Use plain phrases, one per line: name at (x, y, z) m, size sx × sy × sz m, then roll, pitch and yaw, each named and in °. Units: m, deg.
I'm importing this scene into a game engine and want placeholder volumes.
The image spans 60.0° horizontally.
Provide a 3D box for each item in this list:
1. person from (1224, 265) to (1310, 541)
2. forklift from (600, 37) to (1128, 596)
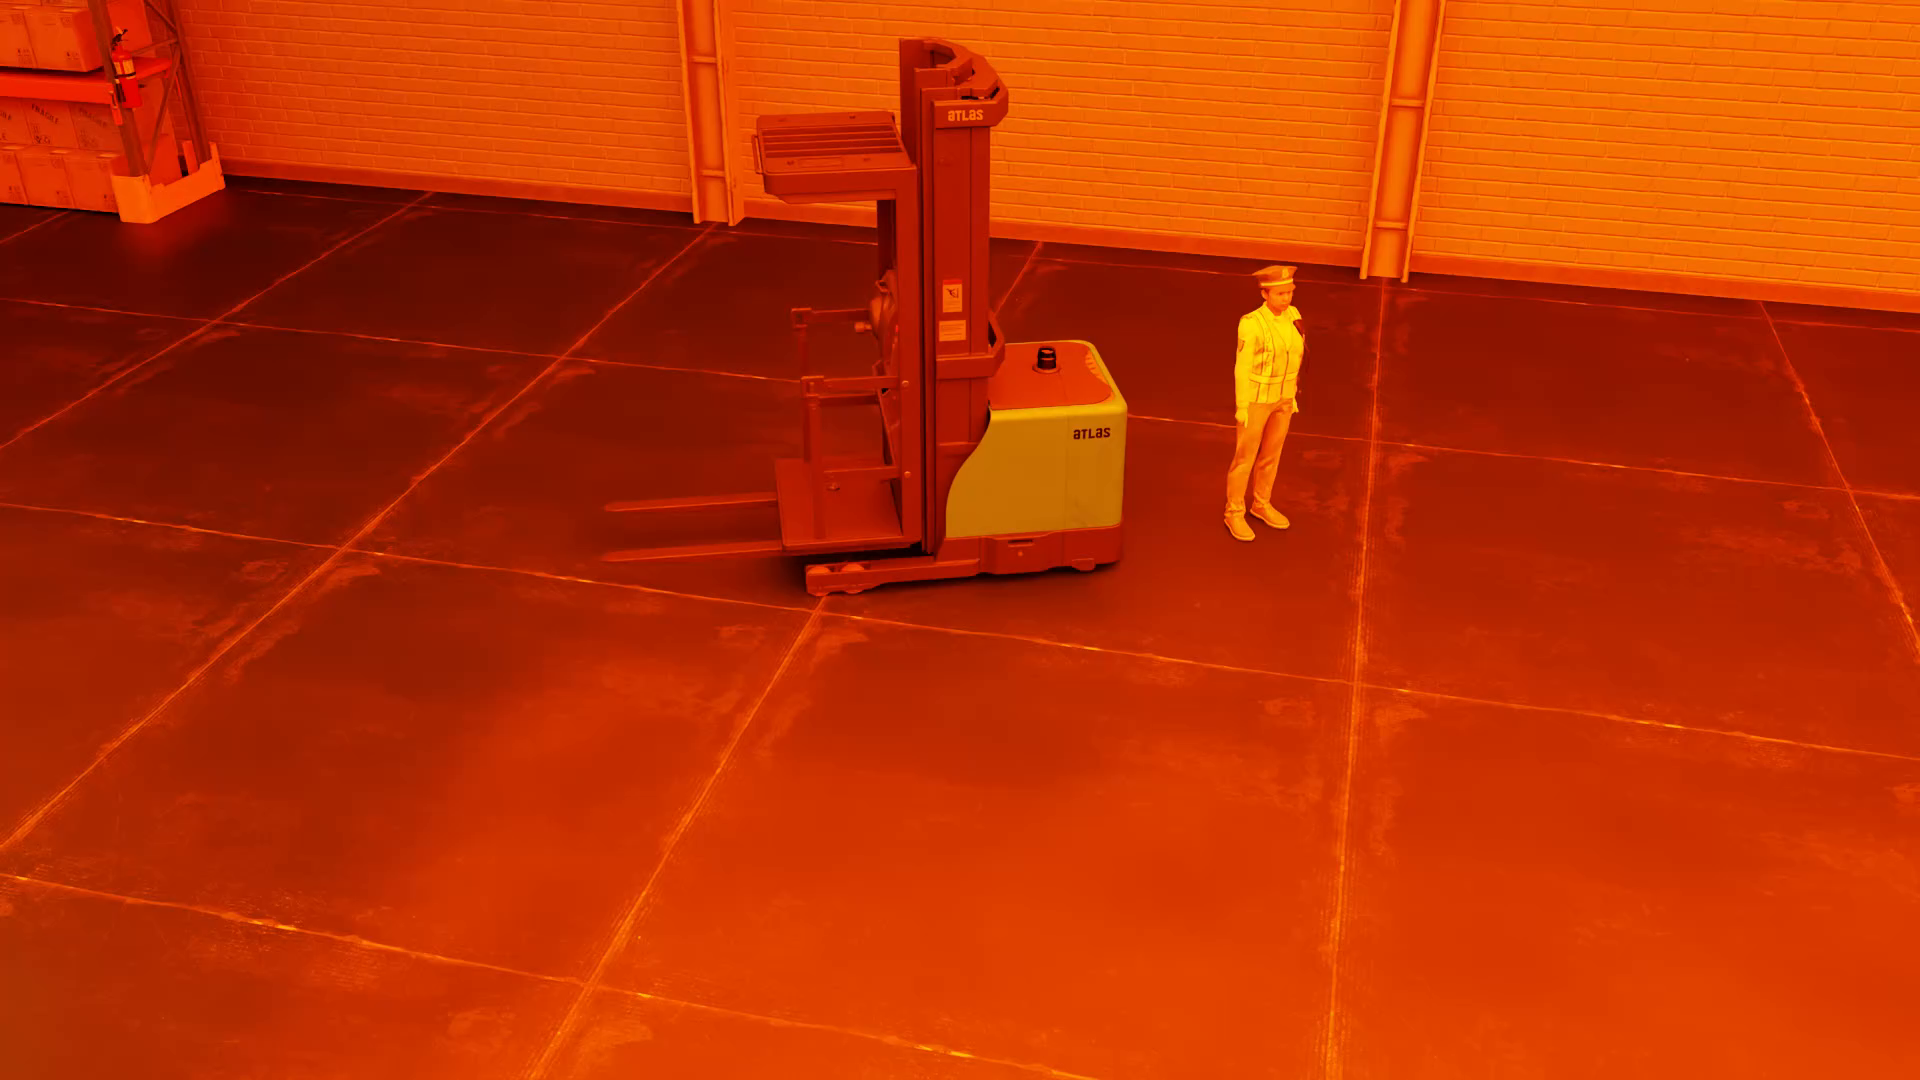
person at (1.833, -0.839, 9.912) m, size 0.462 × 1.693 × 0.344 m, roll -17°, pitch 34°, yaw -28°
forklift at (-0.602, -1.232, 9.345) m, size 3.031 × 2.935 × 1.130 m, roll -4°, pitch 30°, yaw -7°
